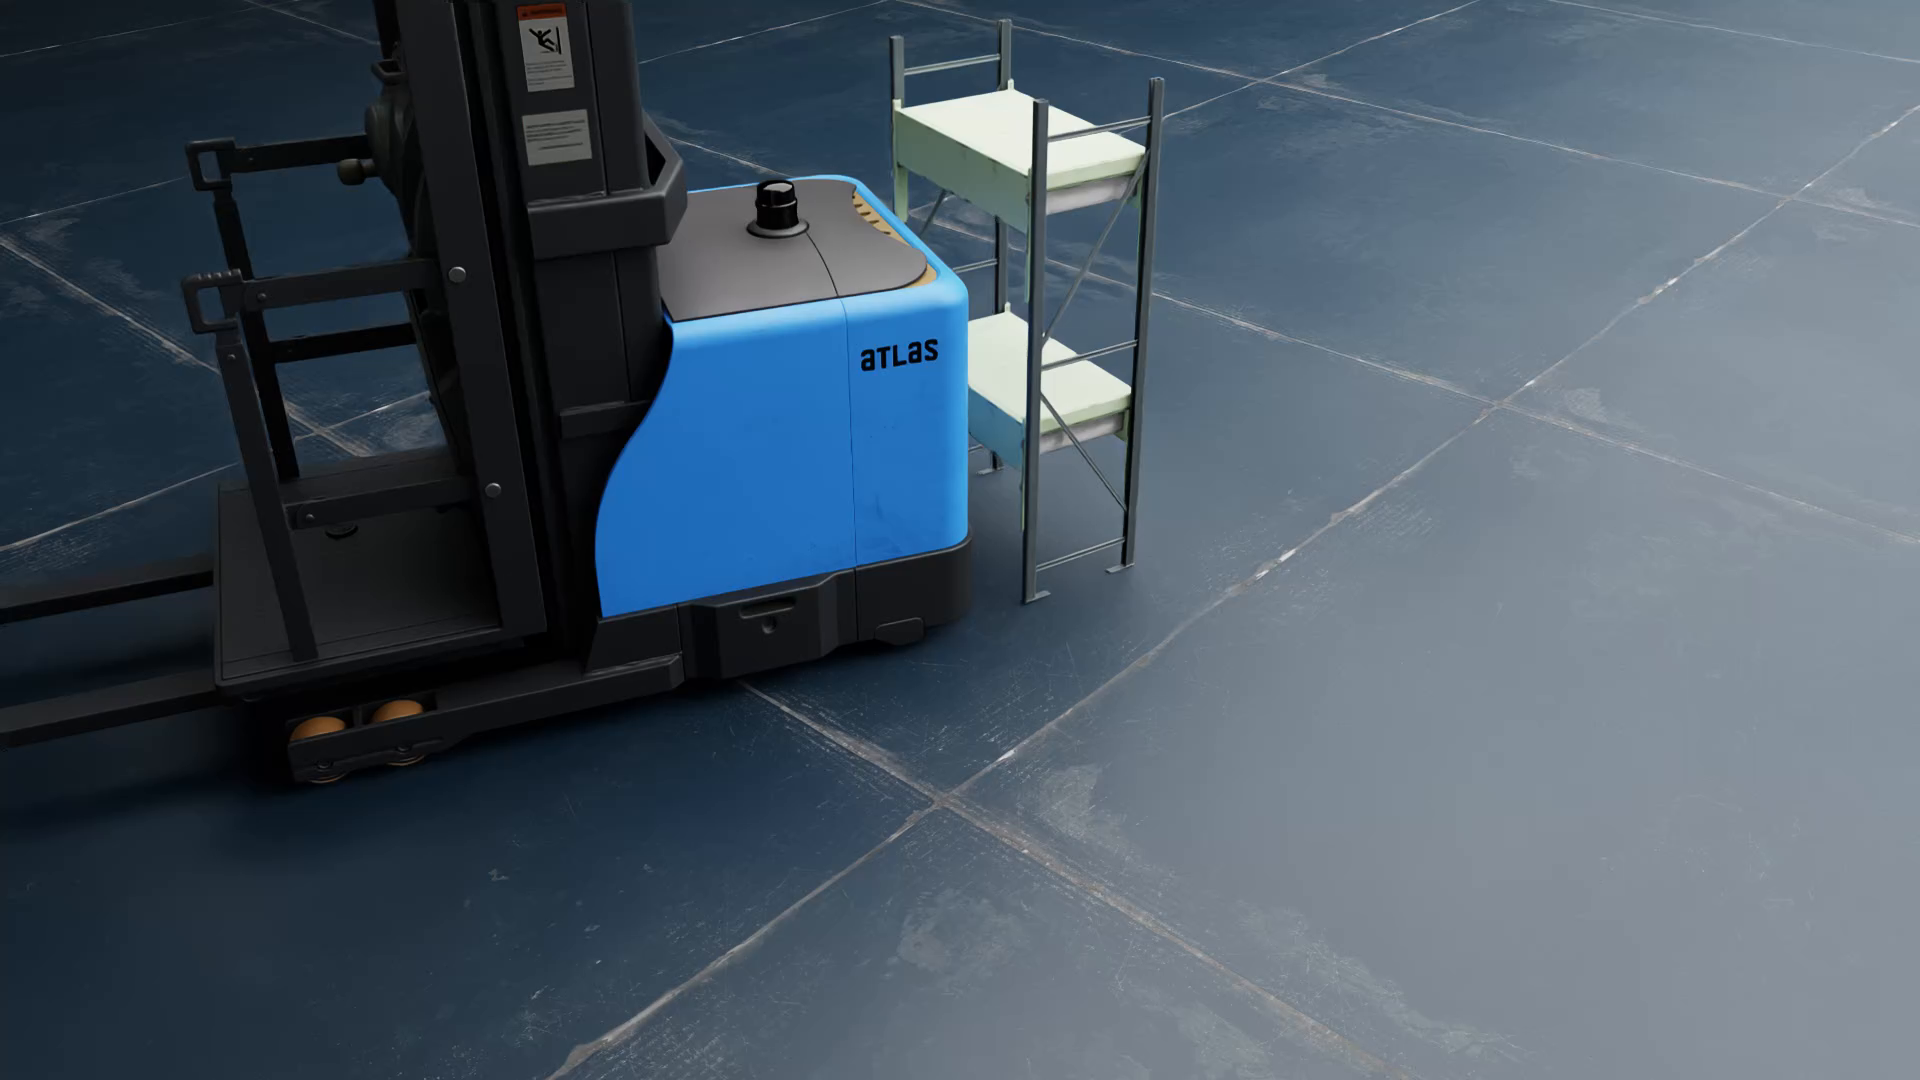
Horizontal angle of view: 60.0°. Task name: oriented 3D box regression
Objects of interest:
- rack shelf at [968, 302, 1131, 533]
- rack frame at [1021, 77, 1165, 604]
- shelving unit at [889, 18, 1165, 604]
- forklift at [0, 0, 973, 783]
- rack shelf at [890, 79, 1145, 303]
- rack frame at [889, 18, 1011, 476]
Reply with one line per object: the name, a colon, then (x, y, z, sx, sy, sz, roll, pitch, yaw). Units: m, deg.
rack shelf: (0.167, -0.392, 5.080, 0.431, 0.370, 0.720, -18, 35, -27)
rack frame: (0.359, -0.511, 4.645, 0.400, 1.500, 0.023, -18, 35, -27)
shelving unit: (0.167, -0.672, 4.912, 0.431, 1.500, 0.755, -18, 35, -27)
forklift: (-1.535, -0.947, 3.981, 3.031, 2.935, 1.130, -11, 33, -18)
rack shelf: (0.167, -1.006, 4.710, 0.431, 0.370, 0.720, -18, 35, -27)
rack frame: (-0.025, -0.832, 5.179, 0.400, 1.500, 0.023, -18, 35, -27)
